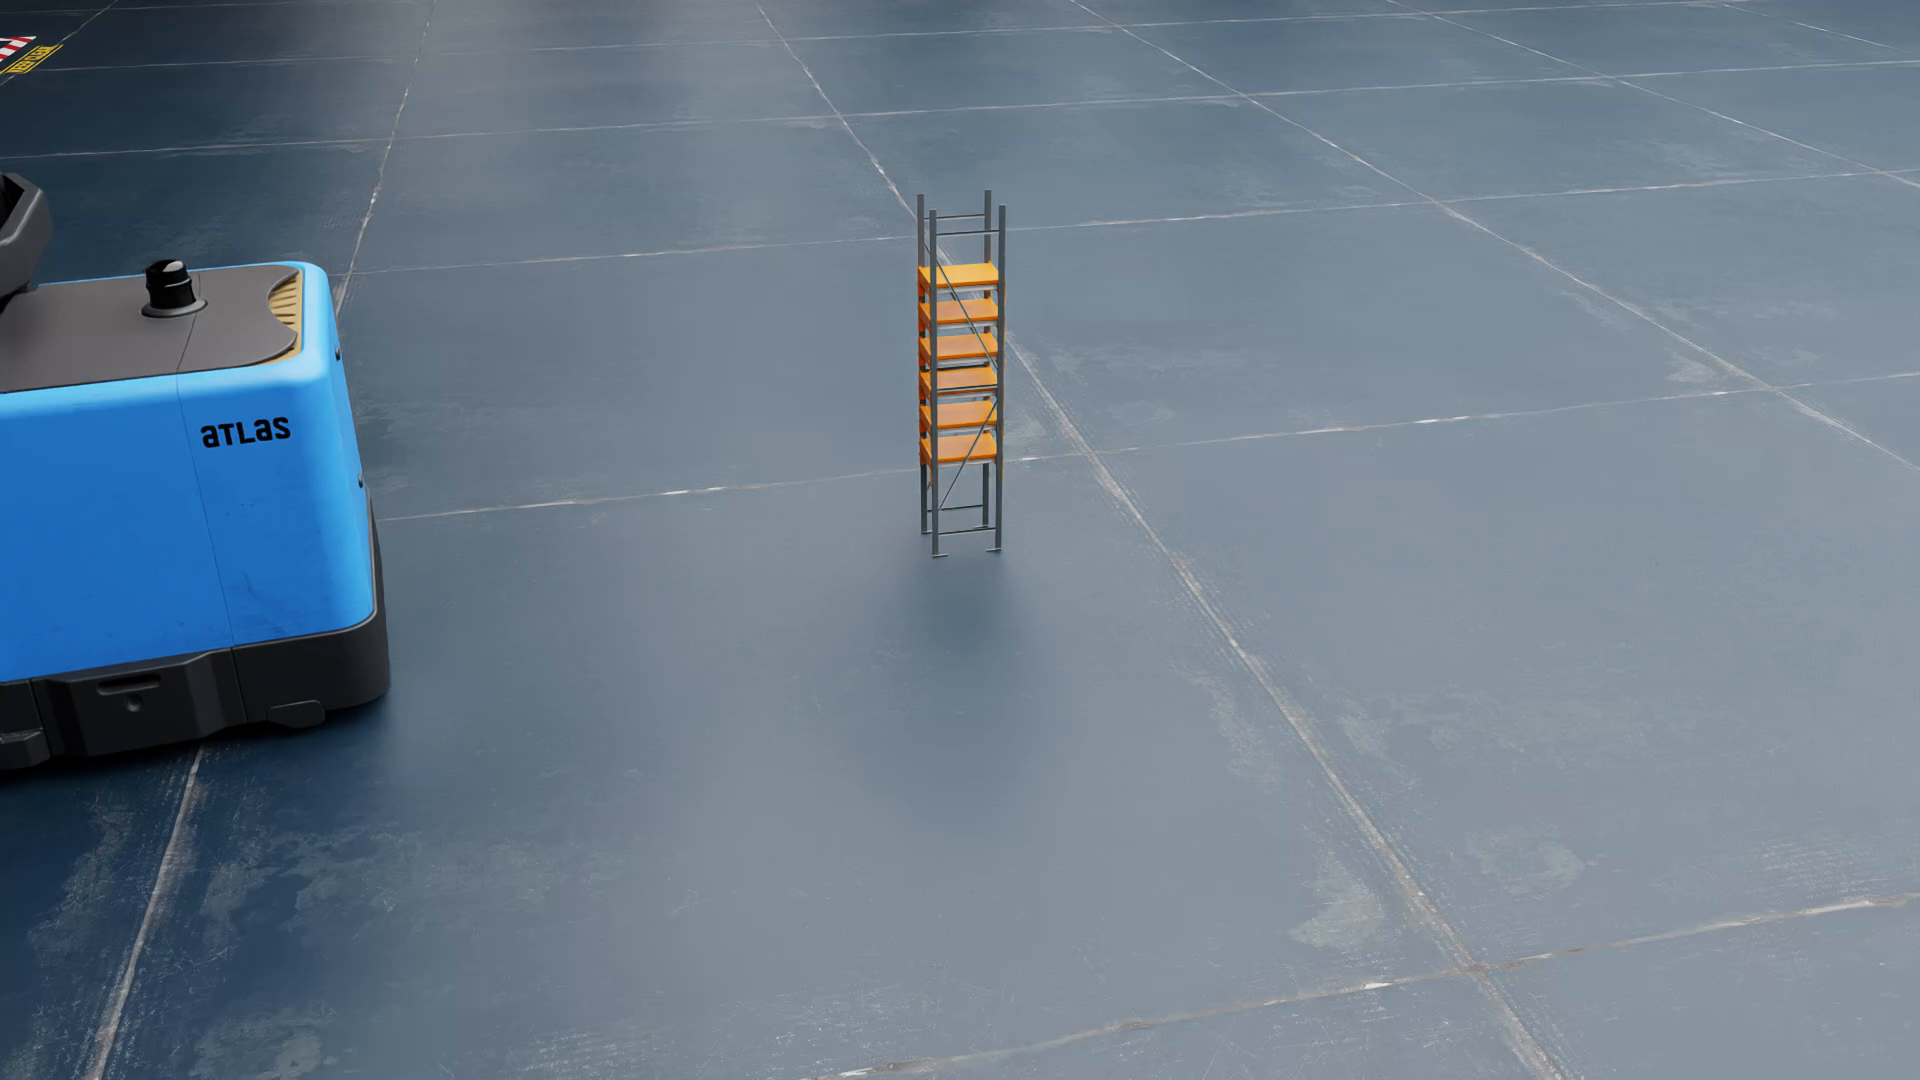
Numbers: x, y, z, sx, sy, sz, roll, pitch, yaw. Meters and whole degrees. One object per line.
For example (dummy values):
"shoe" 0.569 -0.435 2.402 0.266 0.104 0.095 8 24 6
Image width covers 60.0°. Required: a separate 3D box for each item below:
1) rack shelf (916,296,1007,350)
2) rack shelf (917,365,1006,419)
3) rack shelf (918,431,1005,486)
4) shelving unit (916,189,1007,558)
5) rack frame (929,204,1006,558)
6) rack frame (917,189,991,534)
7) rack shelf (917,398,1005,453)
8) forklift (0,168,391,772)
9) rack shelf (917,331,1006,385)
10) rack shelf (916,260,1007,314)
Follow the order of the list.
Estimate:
"rack shelf" 0.003 -0.704 5.379 0.258 0.103 0.180 -6 27 -12
"rack shelf" 0.003 -0.490 5.487 0.258 0.103 0.180 -6 27 -12
"rack shelf" 0.003 -0.275 5.595 0.258 0.103 0.180 -6 27 -12
"shelving unit" 0.003 -0.529 5.467 0.258 1.200 0.189 -6 27 -12
"rack frame" 0.024 -0.489 5.387 0.240 1.200 0.006 -6 27 -12
"rack frame" -0.017 -0.569 5.547 0.240 1.200 0.006 -6 27 -12
"rack shelf" 0.003 -0.382 5.541 0.258 0.103 0.180 -6 27 -12
"forklift" -3.207 -0.792 4.067 3.031 2.935 1.130 -9 28 -17
"rack shelf" 0.003 -0.597 5.433 0.258 0.103 0.180 -6 27 -12
"rack shelf" 0.003 -0.811 5.325 0.258 0.103 0.180 -6 27 -12
